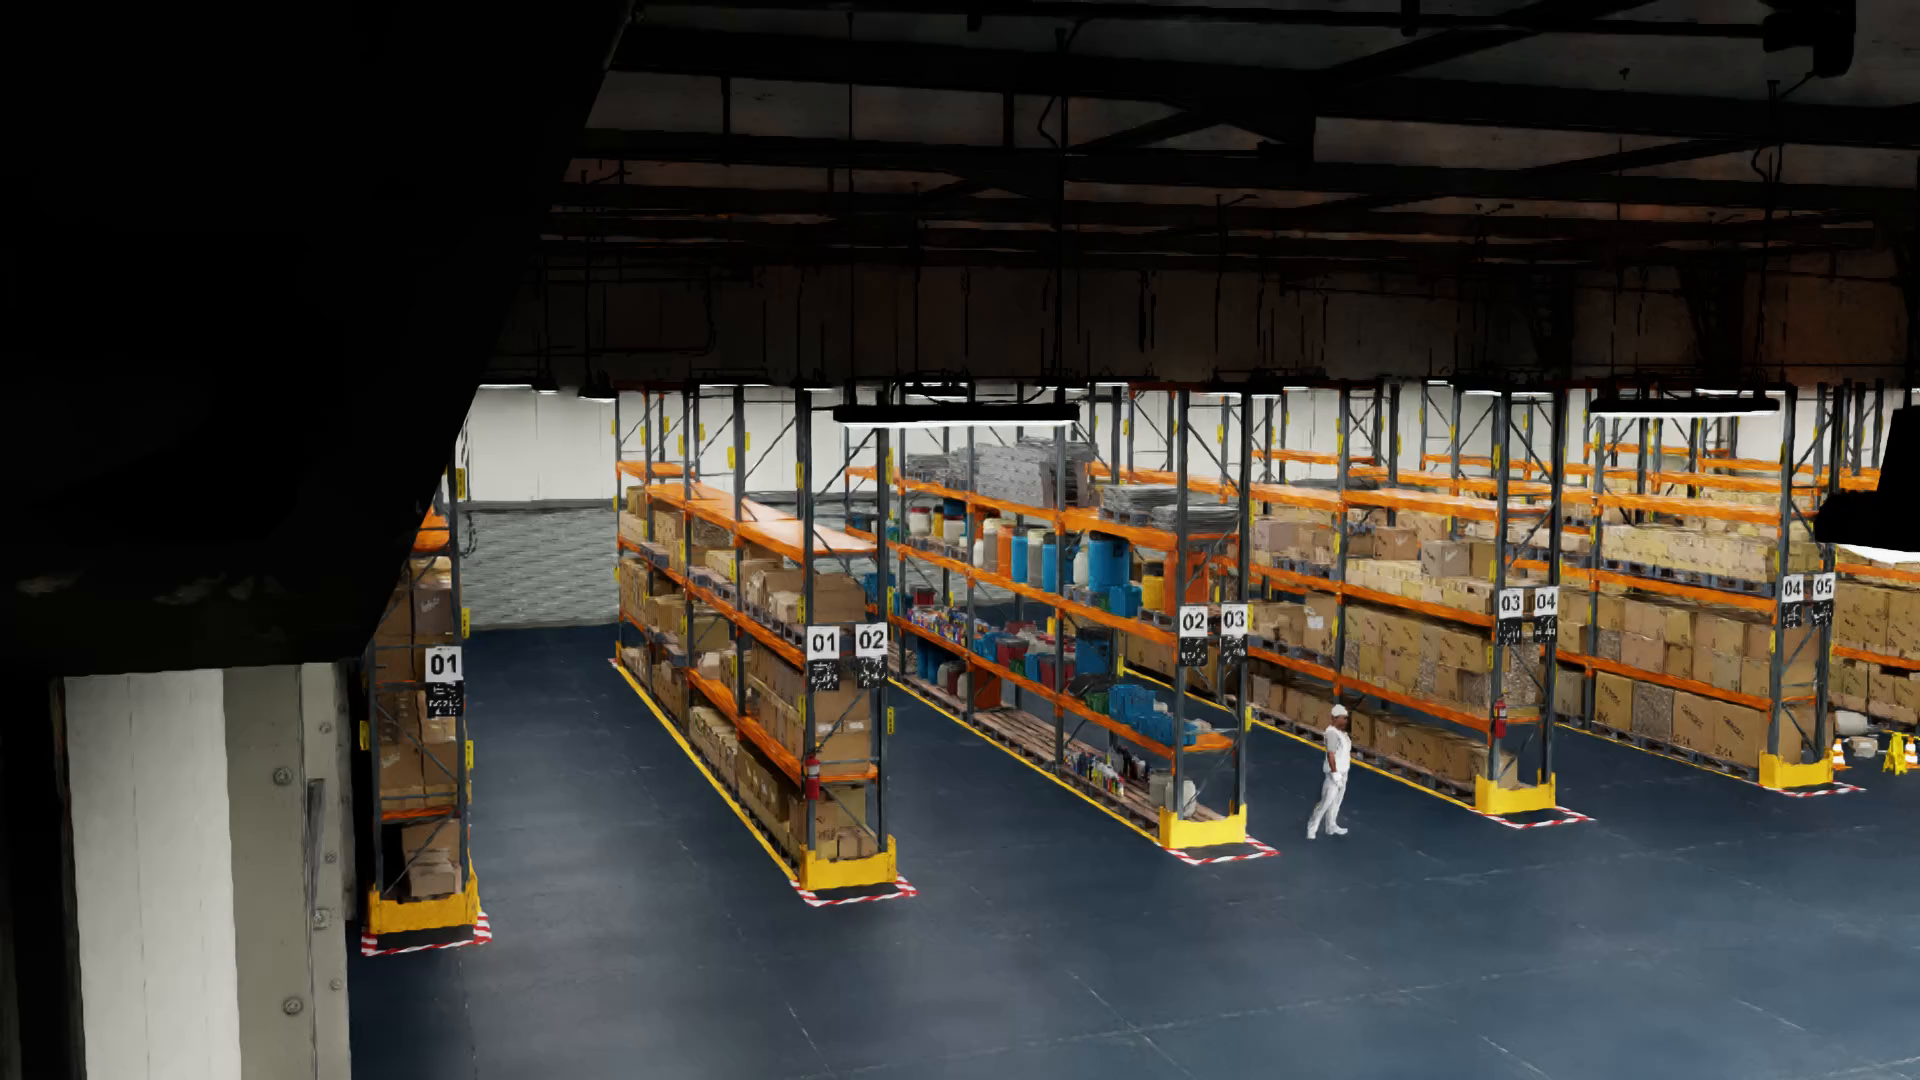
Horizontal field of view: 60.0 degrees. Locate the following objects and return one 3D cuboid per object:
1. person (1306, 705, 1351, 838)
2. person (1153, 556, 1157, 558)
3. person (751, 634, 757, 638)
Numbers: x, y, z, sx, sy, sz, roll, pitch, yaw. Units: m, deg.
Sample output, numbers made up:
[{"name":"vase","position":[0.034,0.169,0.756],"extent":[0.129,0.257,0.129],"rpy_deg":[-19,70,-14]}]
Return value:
[{"name":"person","position":[4.938,3.101,22.259],"extent":[0.498,1.778,0.741],"rpy_deg":[3,7,27]},{"name":"person","position":[4.681,1.212,40.648],"extent":[0.677,1.674,0.534],"rpy_deg":[-2,6,-21]},{"name":"person","position":[-4.310,1.805,34.934],"extent":[0.527,1.653,0.565],"rpy_deg":[0,6,-2]}]
